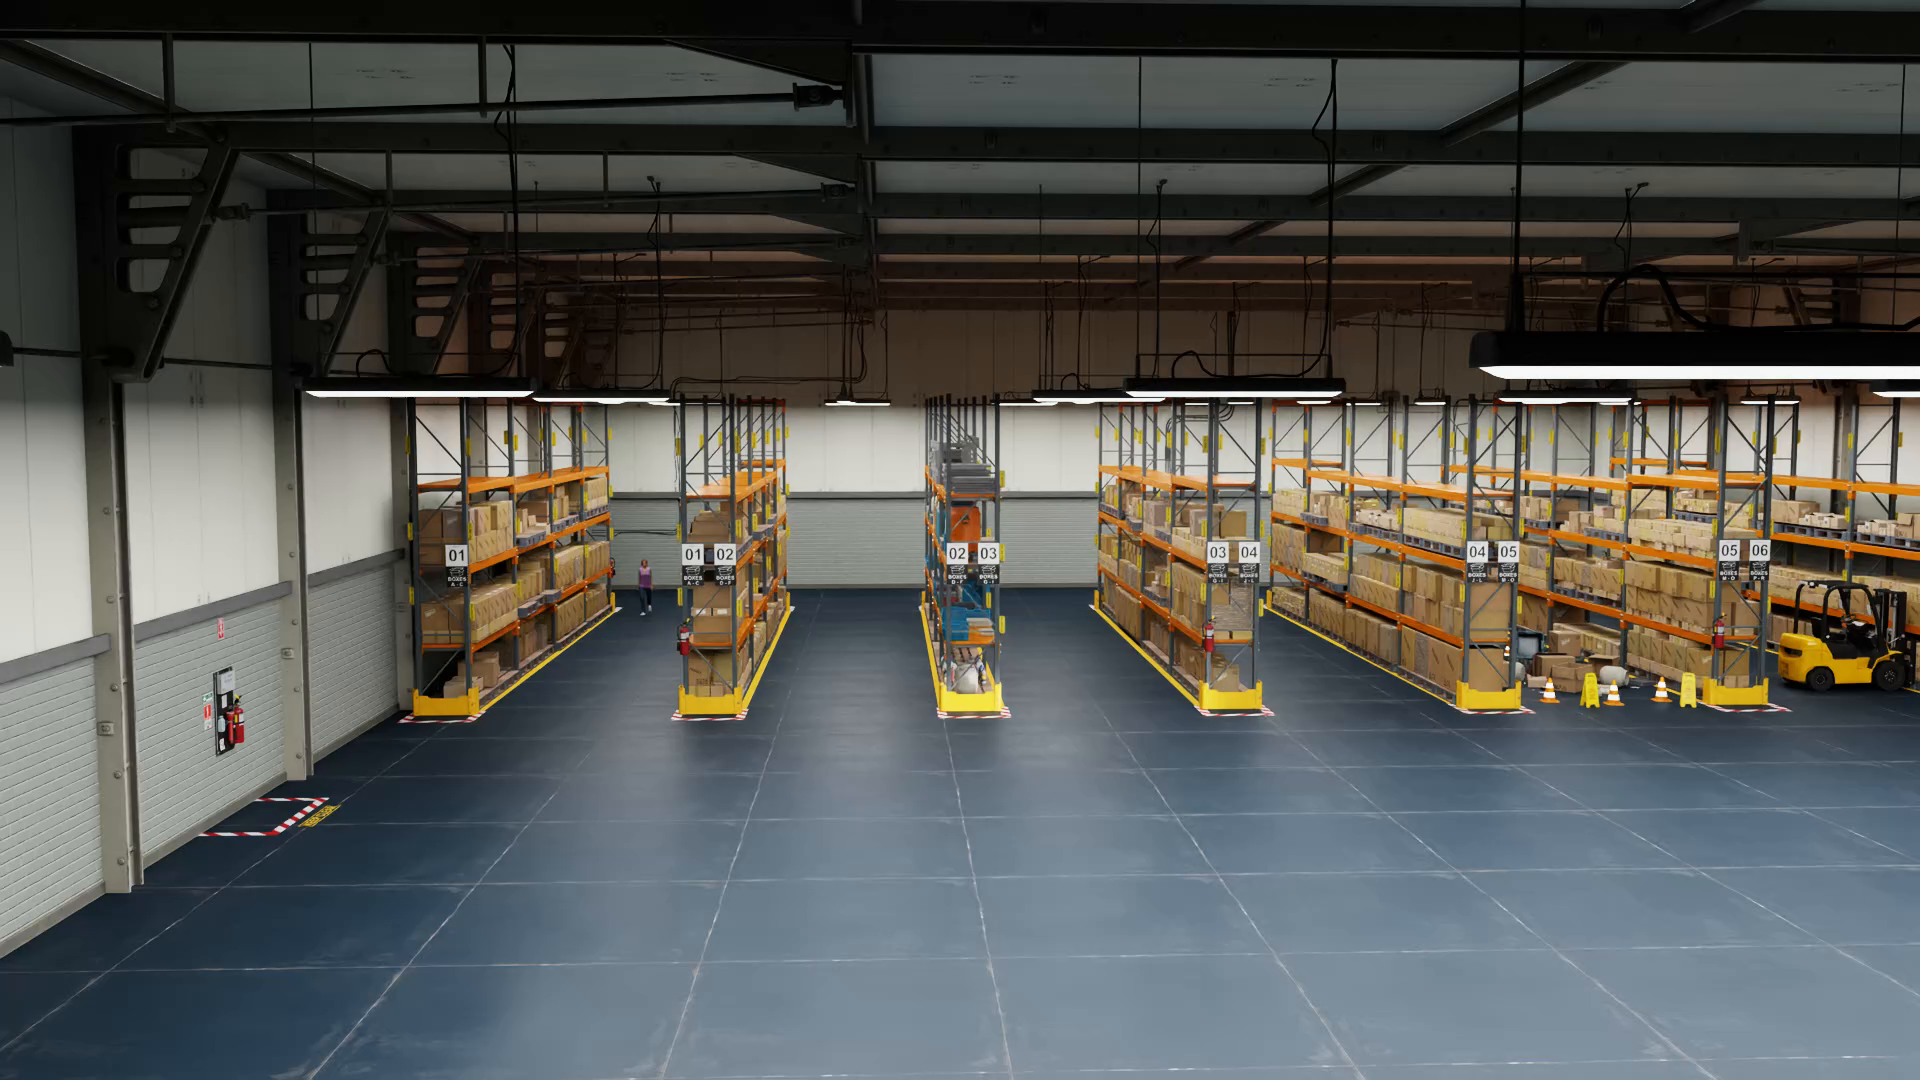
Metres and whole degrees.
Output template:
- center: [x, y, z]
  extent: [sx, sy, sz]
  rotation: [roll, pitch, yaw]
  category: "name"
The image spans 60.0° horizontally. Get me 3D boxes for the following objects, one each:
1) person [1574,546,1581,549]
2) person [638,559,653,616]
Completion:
- center: [18.400, 0.986, 49.474]
  extent: [0.870, 1.641, 0.431]
  rotation: [0, 5, 3]
  category: "person"
- center: [-8.709, 1.307, 46.096]
  extent: [0.422, 1.524, 0.760]
  rotation: [0, 5, -6]
  category: "person"
